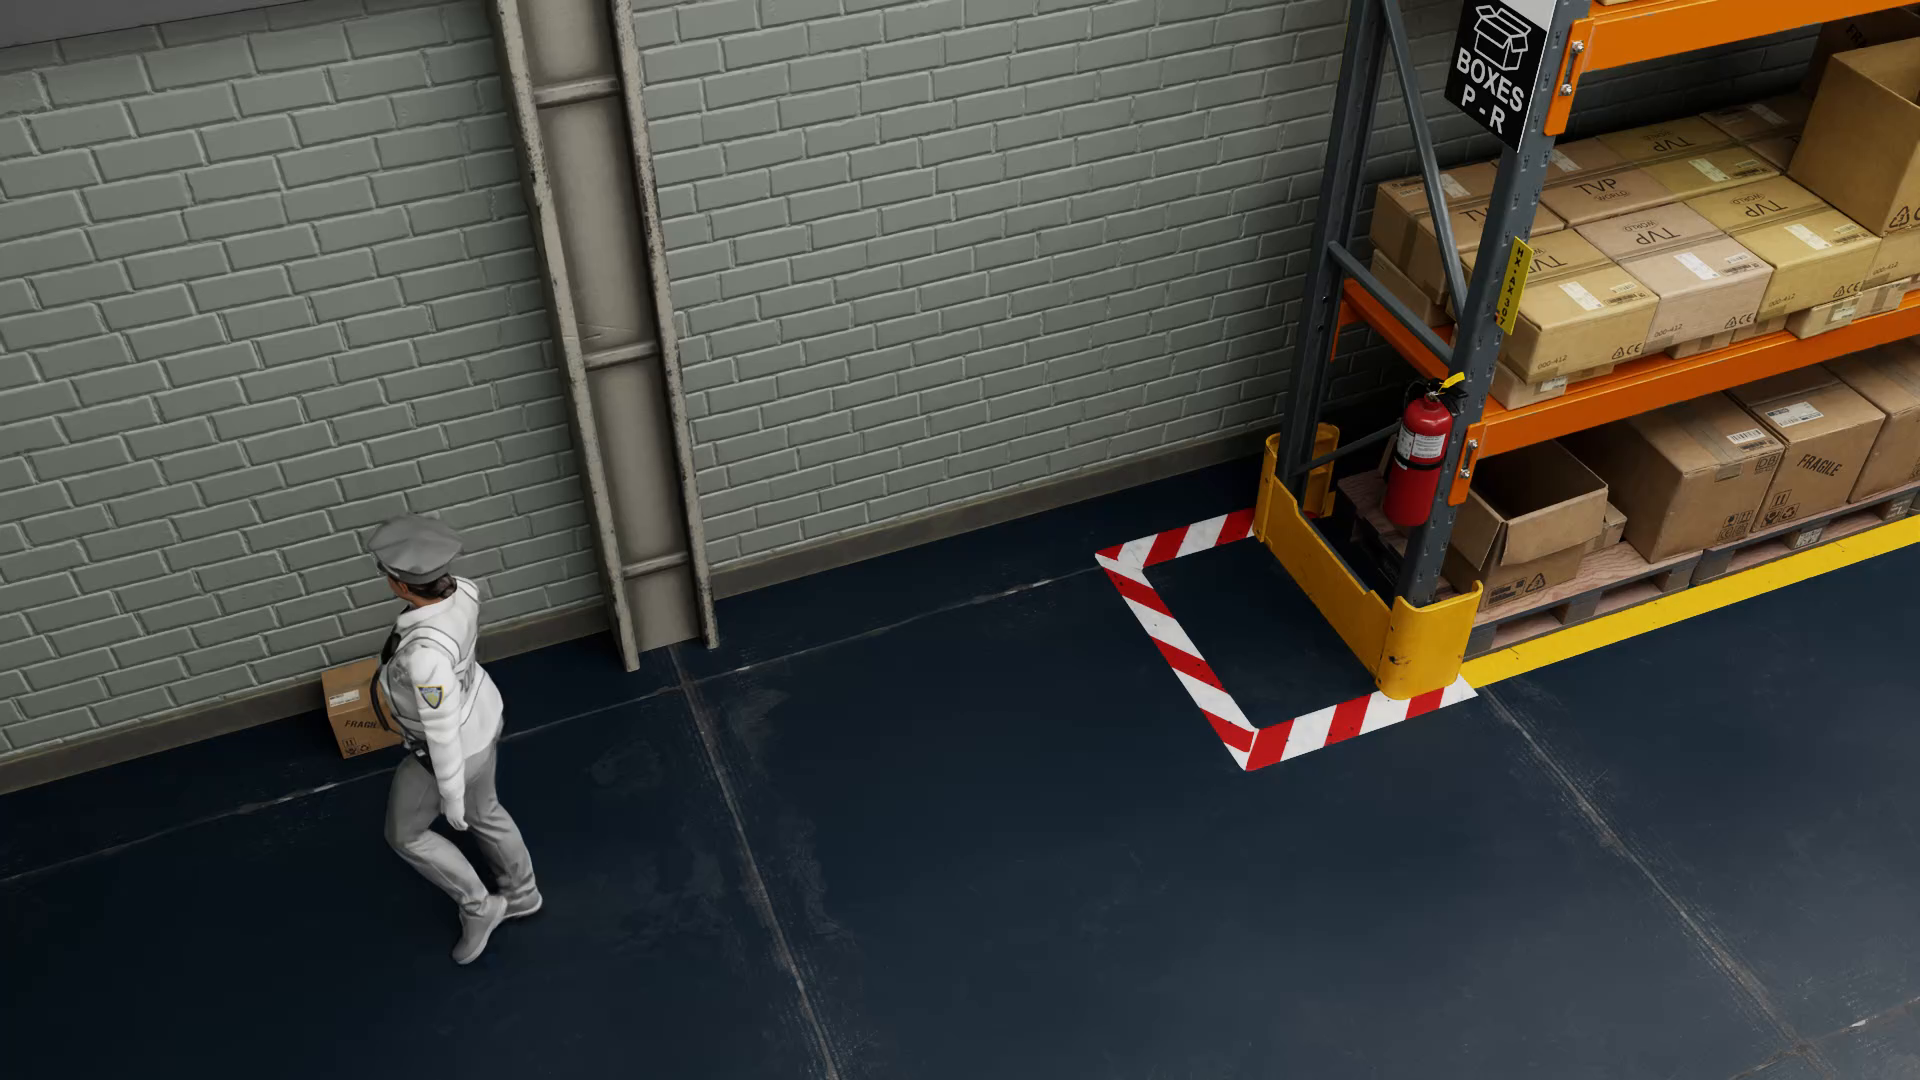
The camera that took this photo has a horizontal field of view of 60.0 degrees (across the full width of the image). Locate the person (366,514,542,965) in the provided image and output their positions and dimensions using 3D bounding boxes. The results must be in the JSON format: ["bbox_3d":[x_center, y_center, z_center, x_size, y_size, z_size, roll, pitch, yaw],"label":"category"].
[{"bbox_3d":[-1.691,0.673,5.398,0.425,1.676,0.571,1,42,1],"label":"person"}]
